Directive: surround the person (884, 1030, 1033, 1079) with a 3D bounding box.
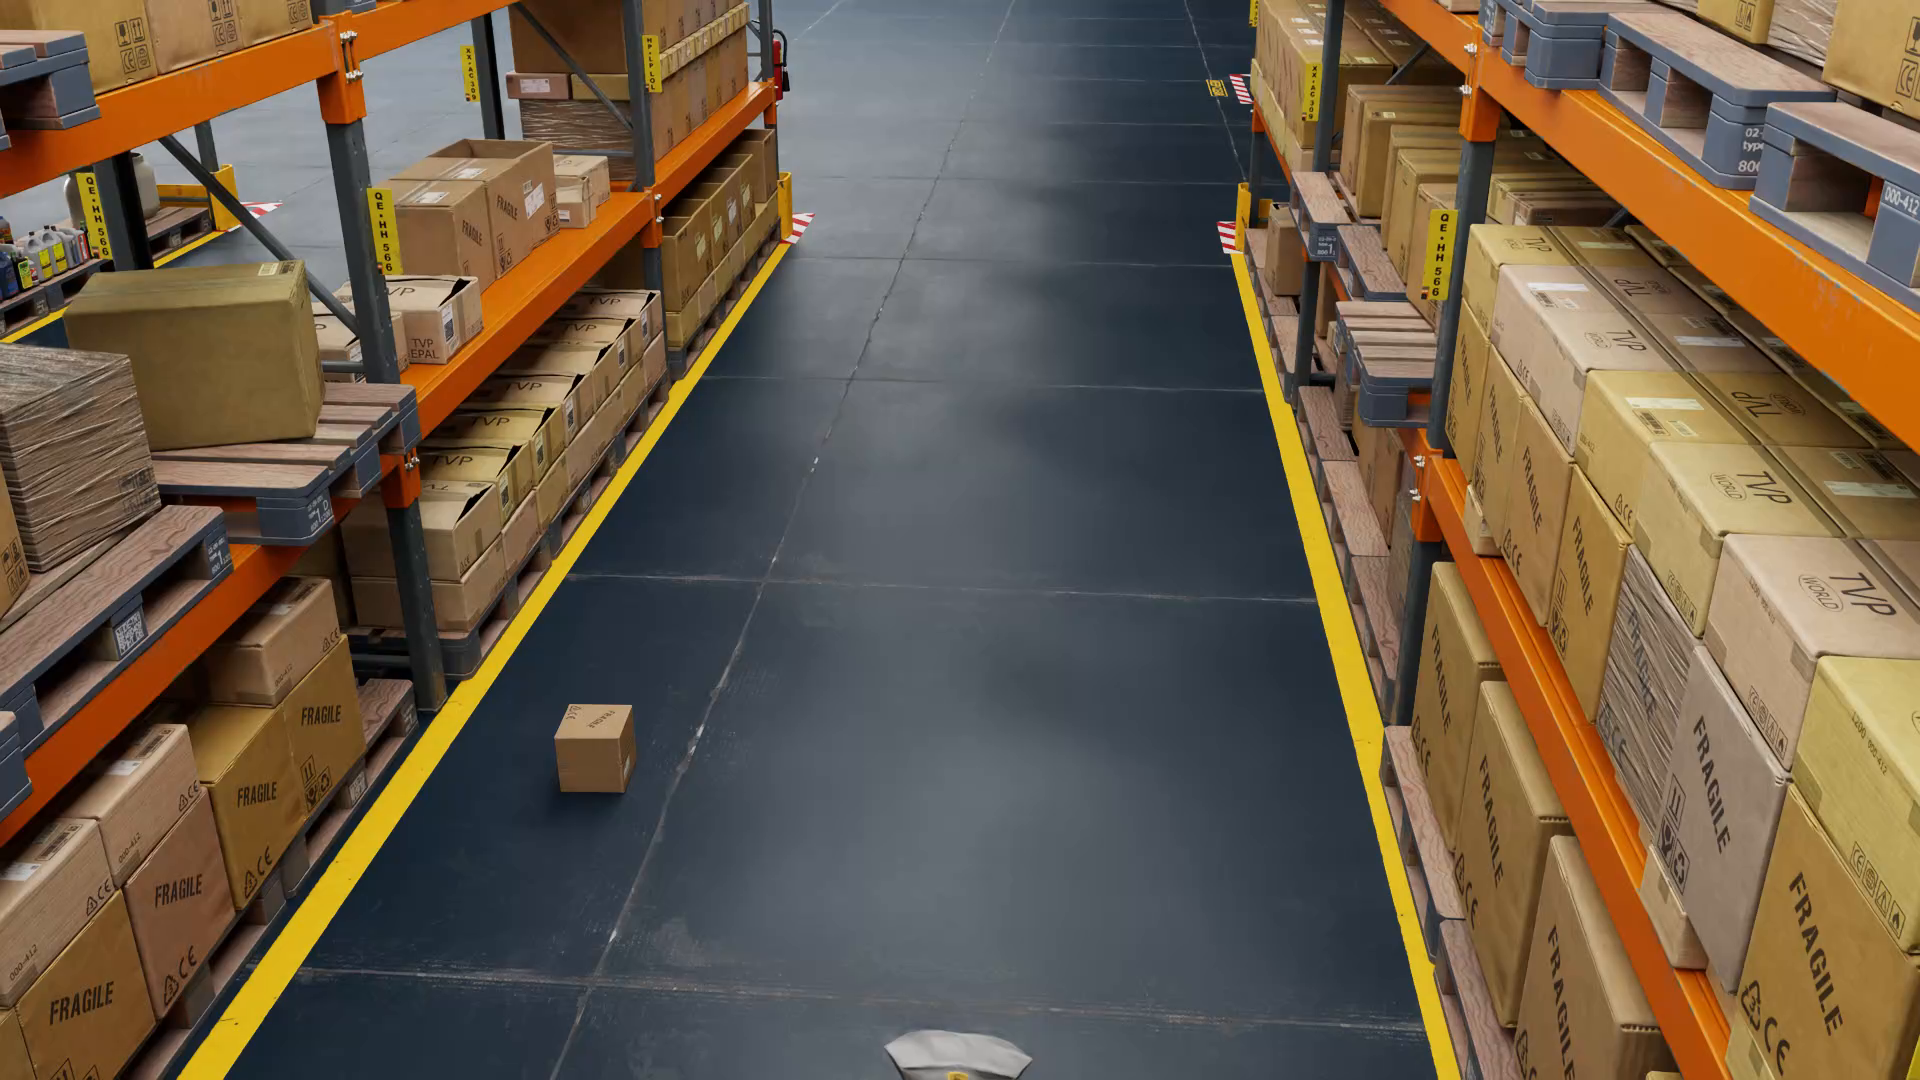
[{"bbox_3d":[-0.025,1.584,3.072,0.444,1.681,0.483,-4,25,-9],"label":"person"}]
